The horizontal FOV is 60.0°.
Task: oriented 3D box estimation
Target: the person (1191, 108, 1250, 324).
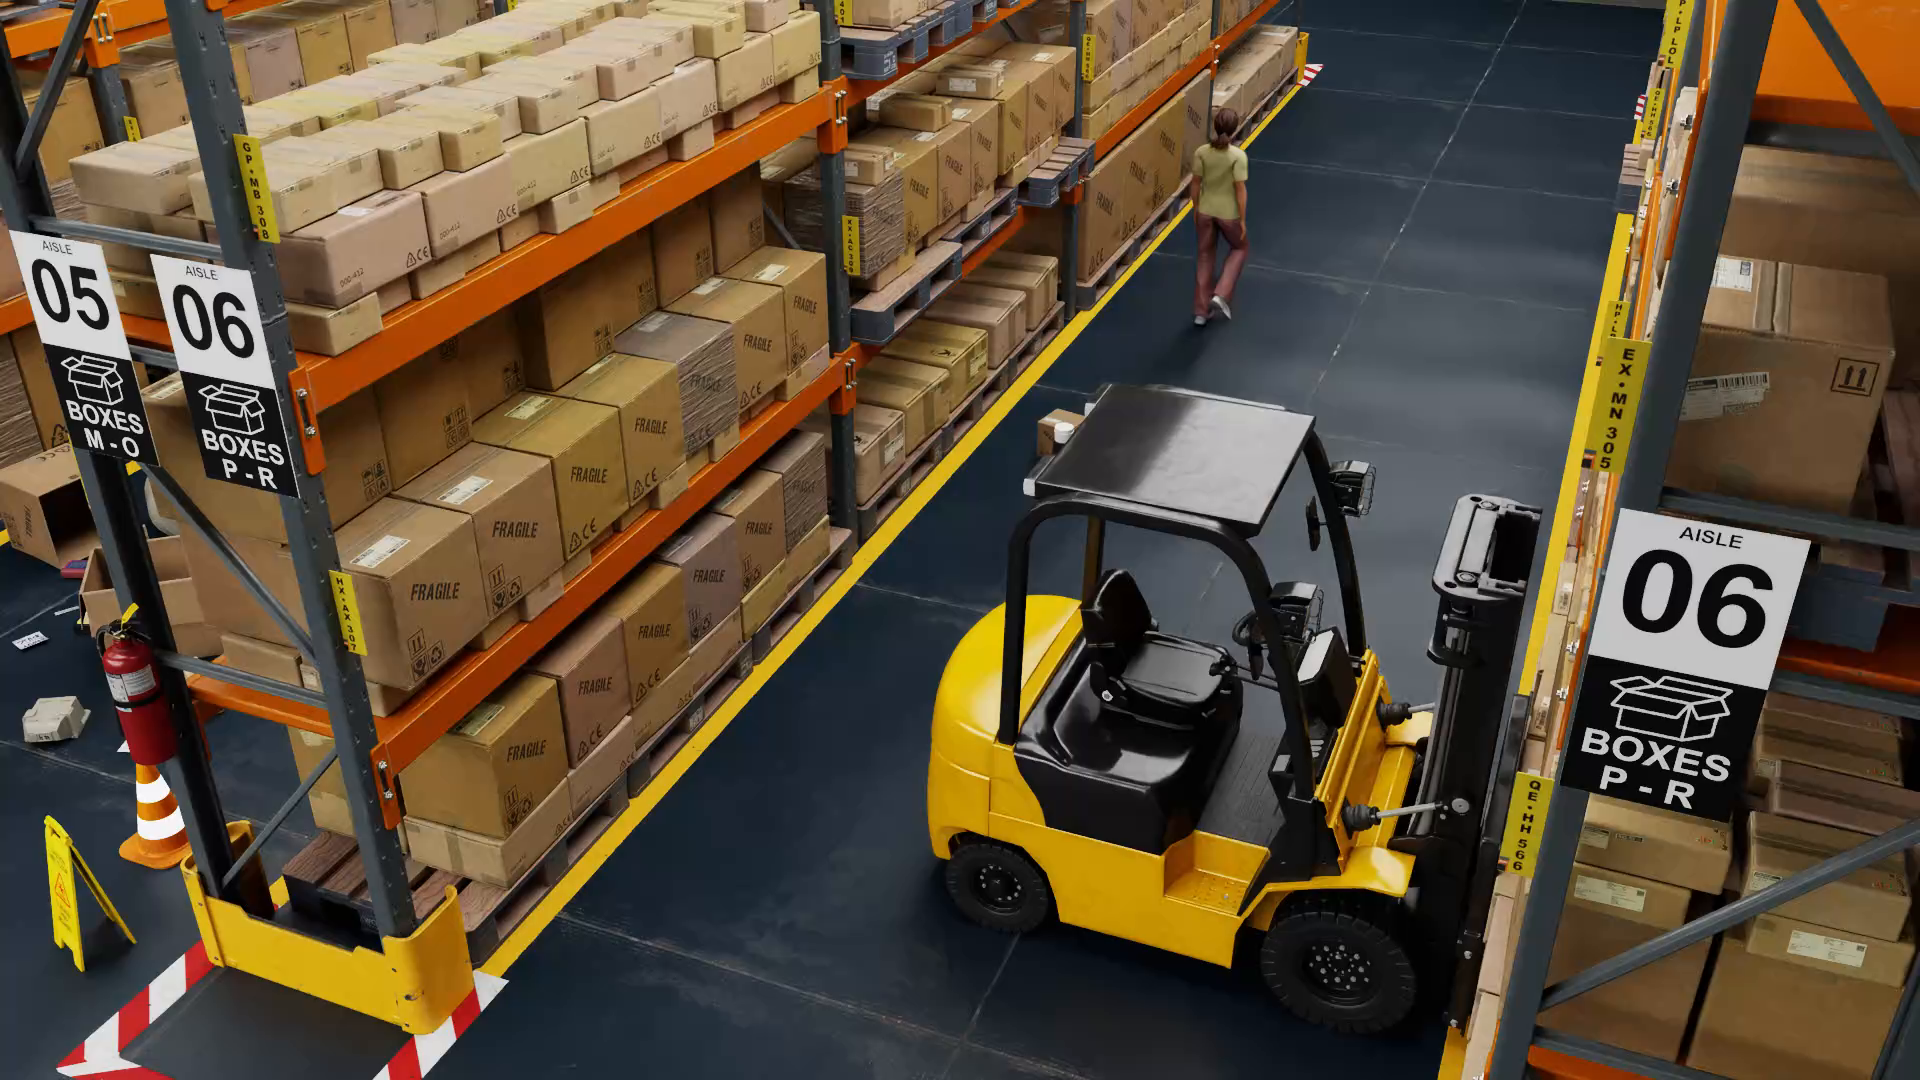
[{"bbox_3d":[1.987,-2.473,12.693,0.468,1.682,0.462,12,32,20],"label":"person"}]
